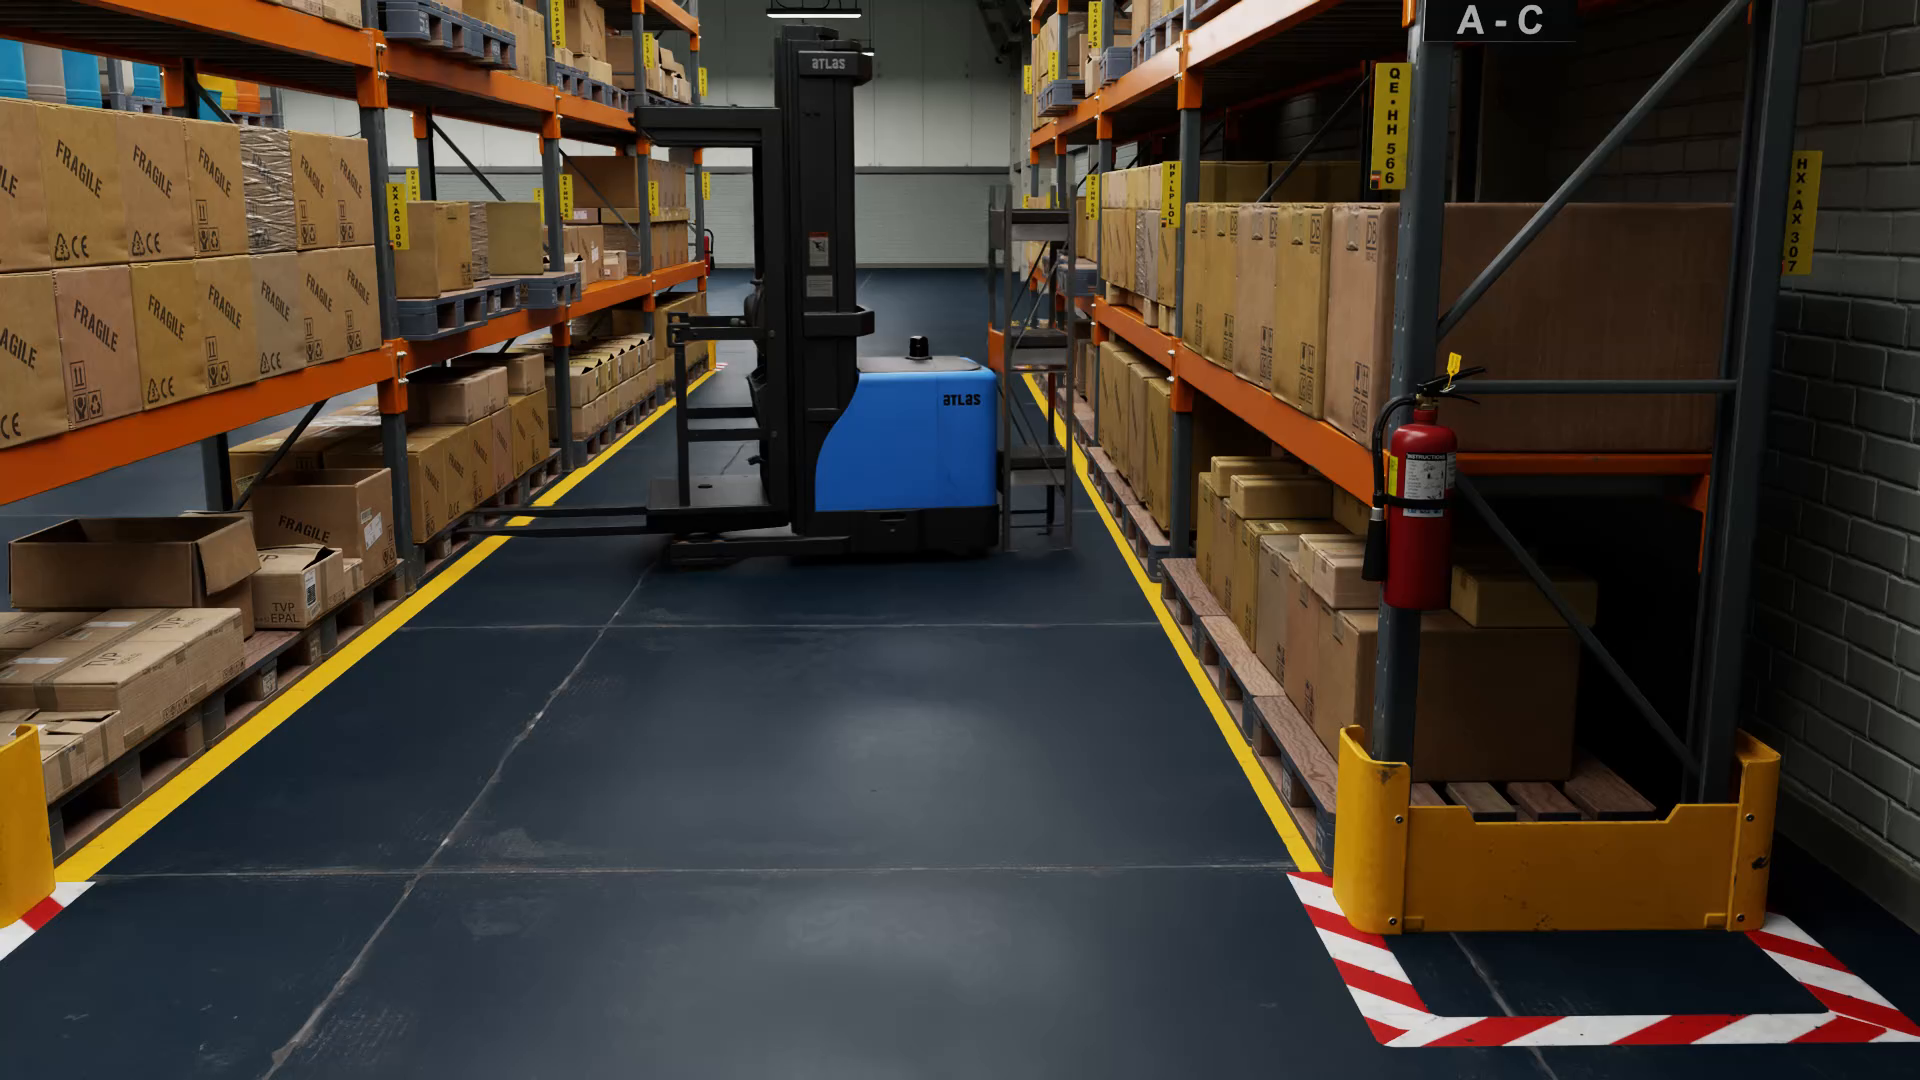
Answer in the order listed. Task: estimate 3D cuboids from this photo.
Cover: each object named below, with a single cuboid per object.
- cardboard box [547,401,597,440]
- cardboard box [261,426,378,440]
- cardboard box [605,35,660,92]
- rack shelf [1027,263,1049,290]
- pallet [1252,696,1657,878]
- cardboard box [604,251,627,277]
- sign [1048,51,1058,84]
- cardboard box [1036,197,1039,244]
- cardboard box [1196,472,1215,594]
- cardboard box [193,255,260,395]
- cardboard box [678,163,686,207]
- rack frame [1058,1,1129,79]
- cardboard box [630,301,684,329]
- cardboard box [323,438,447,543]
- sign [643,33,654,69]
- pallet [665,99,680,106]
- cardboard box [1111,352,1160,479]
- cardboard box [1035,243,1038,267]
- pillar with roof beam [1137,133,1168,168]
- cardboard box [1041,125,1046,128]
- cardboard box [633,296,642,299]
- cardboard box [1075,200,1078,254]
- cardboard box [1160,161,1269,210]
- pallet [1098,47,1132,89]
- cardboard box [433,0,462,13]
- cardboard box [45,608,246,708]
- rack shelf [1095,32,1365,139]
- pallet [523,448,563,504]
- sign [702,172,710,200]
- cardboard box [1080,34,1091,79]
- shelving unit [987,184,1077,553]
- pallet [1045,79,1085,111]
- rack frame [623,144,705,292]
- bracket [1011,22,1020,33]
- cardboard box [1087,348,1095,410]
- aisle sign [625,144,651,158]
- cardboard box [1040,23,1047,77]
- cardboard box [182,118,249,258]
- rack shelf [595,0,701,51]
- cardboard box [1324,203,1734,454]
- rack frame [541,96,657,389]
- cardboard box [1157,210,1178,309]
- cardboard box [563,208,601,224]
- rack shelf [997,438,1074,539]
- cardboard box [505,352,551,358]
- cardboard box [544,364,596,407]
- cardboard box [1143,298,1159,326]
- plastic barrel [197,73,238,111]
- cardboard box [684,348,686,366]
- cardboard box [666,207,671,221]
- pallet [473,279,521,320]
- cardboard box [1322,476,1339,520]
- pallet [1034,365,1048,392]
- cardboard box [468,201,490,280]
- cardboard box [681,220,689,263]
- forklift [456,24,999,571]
[{"bbox_3d":[-3.148,-0.943,13.024,0.500,0.250,0.500,0,11,-1],"label":"cardboard box"},{"bbox_3d":[-3.647,-0.370,9.521,0.500,0.500,0.500,0,11,-1],"label":"cardboard box"},{"bbox_3d":[-3.260,-4.670,16.328,0.500,0.500,0.500,1,11,4],"label":"cardboard box"},{"bbox_3d":[1.398,-2.841,18.328,1.077,0.370,4.000,0,11,-1],"label":"rack shelf"},{"bbox_3d":[1.592,0.797,5.598,1.003,0.211,1.213,0,11,-1],"label":"pallet"},{"bbox_3d":[-3.460,-2.604,15.726,0.500,0.250,0.500,0,11,2],"label":"cardboard box"},{"bbox_3d":[0.897,-4.516,15.929,0.100,0.325,0.005,0,11,-1],"label":"sign"},{"bbox_3d":[1.093,-3.495,18.184,0.500,0.500,0.500,0,11,1],"label":"cardboard box"},{"bbox_3d":[1.517,-0.037,7.930,0.700,0.500,0.500,0,11,0],"label":"cardboard box"},{"bbox_3d":[-3.043,-0.830,6.352,0.500,0.500,0.500,0,11,0],"label":"cardboard box"},{"bbox_3d":[-3.598,-4.152,19.464,0.700,0.500,0.500,0,11,-1],"label":"cardboard box"},{"bbox_3d":[1.439,-5.736,15.700,1.000,3.000,0.127,0,11,-1],"label":"rack frame"},{"bbox_3d":[-3.231,-2.293,17.791,0.500,0.500,0.500,0,11,-1],"label":"cardboard box"},{"bbox_3d":[-3.114,-0.272,9.038,0.500,0.500,0.500,-1,11,-4],"label":"cardboard box"},{"bbox_3d":[-2.971,-4.657,15.833,0.100,0.325,0.005,0,11,-1],"label":"sign"},{"bbox_3d":[-3.579,-4.613,17.931,1.003,0.211,1.213,0,11,-1],"label":"pallet"},{"bbox_3d":[1.418,-0.832,10.968,0.750,0.750,0.750,0,11,-1],"label":"cardboard box"},{"bbox_3d":[1.087,-3.124,18.242,0.500,0.250,0.500,0,11,-1],"label":"cardboard box"},{"bbox_3d":[-2.068,-6.378,18.864,9.100,9.000,0.400,0,11,-1],"label":"pillar with roof beam"},{"bbox_3d":[1.136,-4.736,18.013,0.500,0.500,0.500,0,11,2],"label":"cardboard box"},{"bbox_3d":[-3.772,-2.490,18.760,0.500,0.500,0.500,0,11,-1],"label":"cardboard box"},{"bbox_3d":[1.416,-2.959,15.744,0.700,0.500,0.500,0,11,-1],"label":"cardboard box"},{"bbox_3d":[1.339,-1.870,8.795,0.500,0.250,0.500,0,11,0],"label":"cardboard box"},{"bbox_3d":[1.588,-3.251,11.468,1.213,0.211,1.003,0,11,1],"label":"pallet"},{"bbox_3d":[-3.315,-3.324,9.796,0.600,0.600,0.600,-1,11,-3],"label":"cardboard box"},{"bbox_3d":[-3.014,0.434,6.183,0.500,0.250,0.500,0,11,-1],"label":"cardboard box"},{"bbox_3d":[1.563,-2.721,10.191,1.077,0.370,4.000,0,11,-1],"label":"rack shelf"},{"bbox_3d":[-3.453,-0.465,11.819,1.003,0.211,1.213,0,11,-1],"label":"pallet"},{"bbox_3d":[-3.053,-4.253,19.971,0.100,0.325,0.005,0,11,-1],"label":"sign"},{"bbox_3d":[1.370,-4.412,15.410,0.500,0.500,0.500,1,12,7],"label":"cardboard box"},{"bbox_3d":[0.412,-1.010,9.756,0.431,2.100,0.503,-2,12,-9],"label":"shelving unit"},{"bbox_3d":[1.370,-3.845,14.394,1.213,0.211,1.003,0,11,-1],"label":"pallet"},{"bbox_3d":[-3.596,-3.570,20.112,1.000,3.000,0.127,0,11,-1],"label":"rack frame"},{"bbox_3d":[1.394,-12.847,41.696,0.235,0.232,0.430,0,11,-1],"label":"bracket"},{"bbox_3d":[1.502,-1.436,14.775,0.700,0.500,0.500,0,11,-1],"label":"cardboard box"},{"bbox_3d":[-3.904,-4.856,19.912,0.394,0.787,0.004,0,11,-1],"label":"aisle sign"},{"bbox_3d":[1.115,-5.126,17.421,0.500,0.500,0.500,-1,11,-3],"label":"cardboard box"},{"bbox_3d":[-3.046,-1.322,6.266,0.500,0.500,0.500,0,11,-2],"label":"cardboard box"},{"bbox_3d":[-3.555,-5.564,17.667,1.077,0.370,4.000,0,11,-1],"label":"rack shelf"},{"bbox_3d":[1.667,-0.659,5.009,0.980,0.700,0.700,0,11,1],"label":"cardboard box"},{"bbox_3d":[-3.513,-2.775,16.193,1.000,3.000,0.127,0,11,-1],"label":"rack frame"},{"bbox_3d":[1.343,-1.501,8.864,0.500,0.500,0.500,0,11,-2],"label":"cardboard box"},{"bbox_3d":[-3.733,-3.195,16.381,0.380,0.149,0.250,0,11,-1],"label":"cardboard box"},{"bbox_3d":[0.412,-0.311,9.898,0.431,0.518,0.480,-2,12,-9],"label":"rack shelf"},{"bbox_3d":[-3.713,-1.420,13.962,0.500,0.311,0.500,0,11,-2],"label":"cardboard box"},{"bbox_3d":[-3.148,-1.218,12.969,0.500,0.311,0.500,0,11,1],"label":"cardboard box"},{"bbox_3d":[1.261,-1.313,9.566,0.380,0.149,0.250,0,11,-1],"label":"cardboard box"},{"bbox_3d":[-8.398,-5.093,18.543,0.600,0.588,0.600,0,11,0],"label":"plastic barrel"},{"bbox_3d":[-3.230,-1.925,17.865,0.500,0.250,0.500,0,11,-1],"label":"cardboard box"},{"bbox_3d":[-3.363,-3.554,18.148,0.380,0.149,0.250,0,11,-2],"label":"cardboard box"},{"bbox_3d":[-3.386,-1.499,10.387,1.003,0.211,1.213,0,11,-1],"label":"pallet"},{"bbox_3d":[1.736,-0.178,6.990,0.380,0.149,0.250,0,11,-1],"label":"cardboard box"},{"bbox_3d":[1.362,-1.806,18.430,1.003,0.211,1.213,0,11,-1],"label":"pallet"},{"bbox_3d":[-3.477,-1.927,10.707,0.700,0.500,0.500,2,12,10],"label":"cardboard box"},{"bbox_3d":[-3.599,-3.526,19.645,0.700,0.500,0.500,0,11,-1],"label":"cardboard box"},{"bbox_3d":[-1.340,-1.378,9.478,3.031,2.935,1.130,-2,12,-9],"label":"forklift"}]
